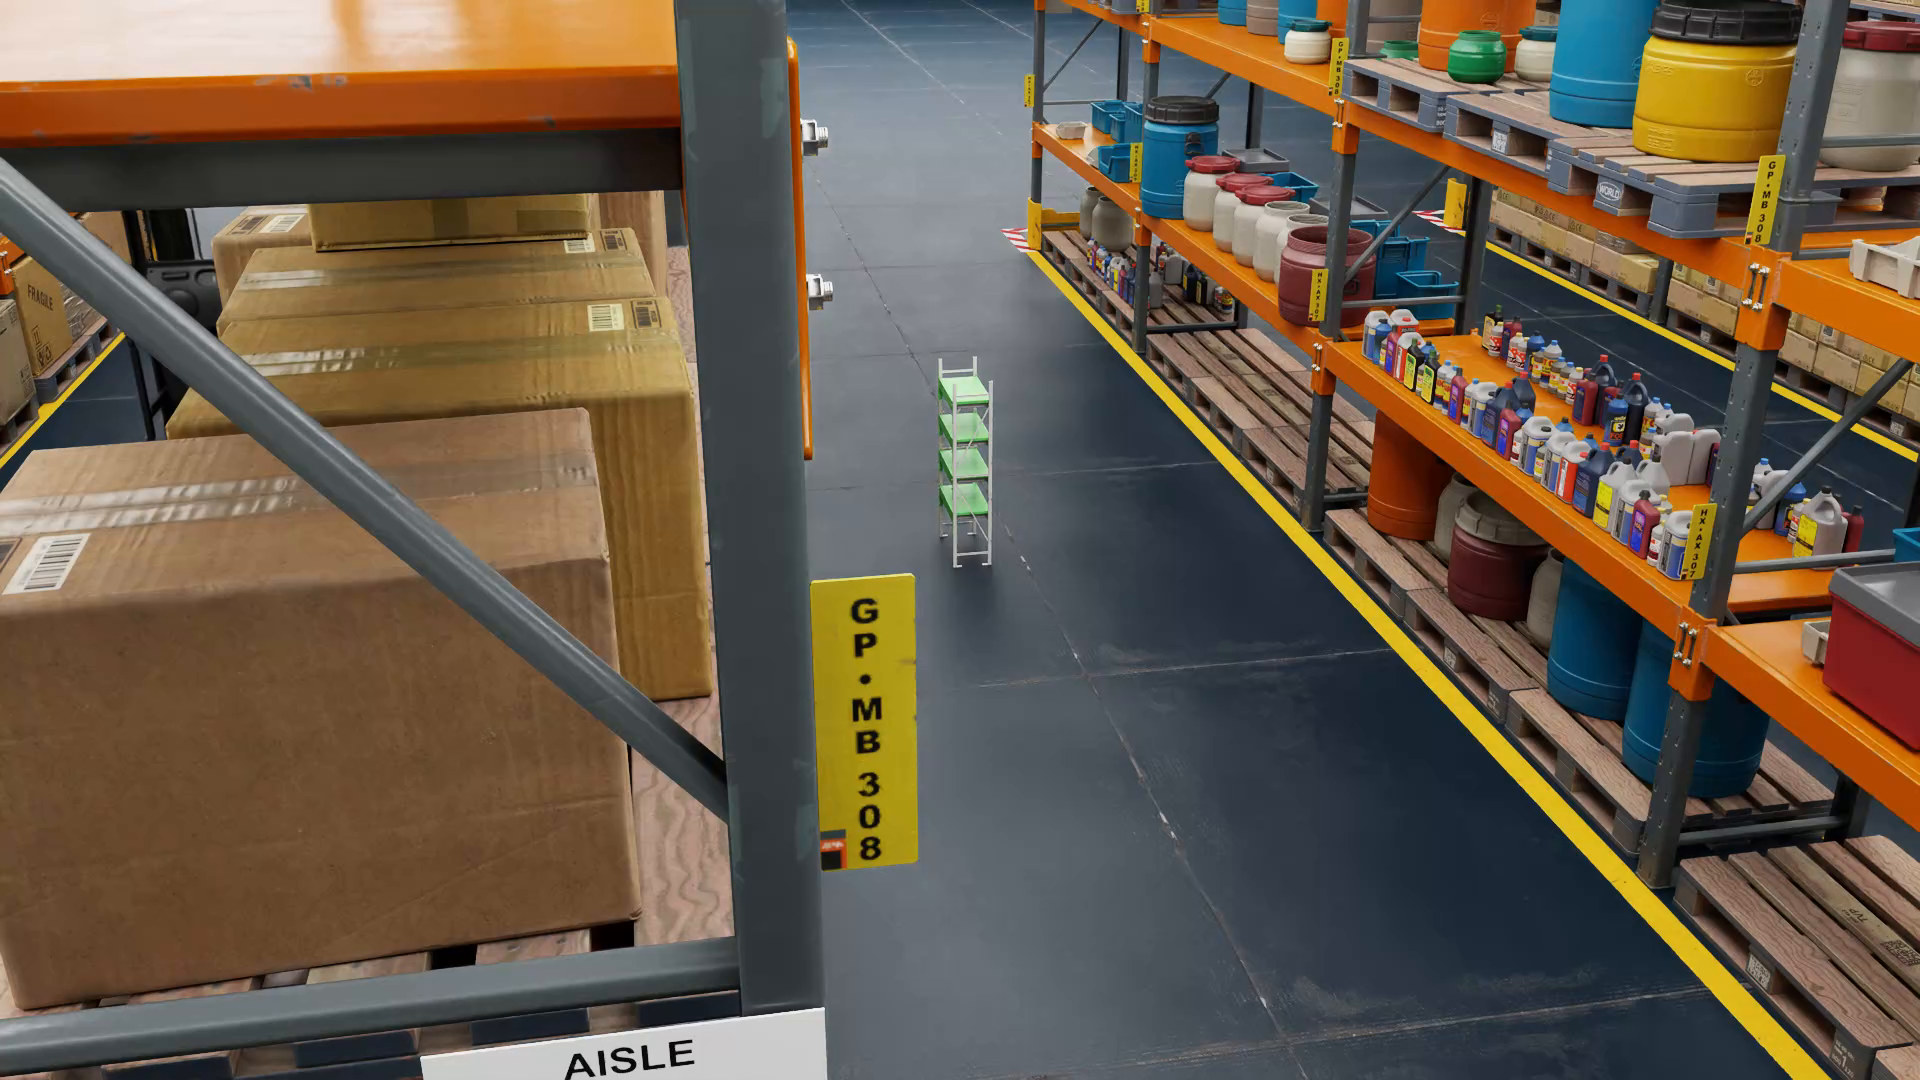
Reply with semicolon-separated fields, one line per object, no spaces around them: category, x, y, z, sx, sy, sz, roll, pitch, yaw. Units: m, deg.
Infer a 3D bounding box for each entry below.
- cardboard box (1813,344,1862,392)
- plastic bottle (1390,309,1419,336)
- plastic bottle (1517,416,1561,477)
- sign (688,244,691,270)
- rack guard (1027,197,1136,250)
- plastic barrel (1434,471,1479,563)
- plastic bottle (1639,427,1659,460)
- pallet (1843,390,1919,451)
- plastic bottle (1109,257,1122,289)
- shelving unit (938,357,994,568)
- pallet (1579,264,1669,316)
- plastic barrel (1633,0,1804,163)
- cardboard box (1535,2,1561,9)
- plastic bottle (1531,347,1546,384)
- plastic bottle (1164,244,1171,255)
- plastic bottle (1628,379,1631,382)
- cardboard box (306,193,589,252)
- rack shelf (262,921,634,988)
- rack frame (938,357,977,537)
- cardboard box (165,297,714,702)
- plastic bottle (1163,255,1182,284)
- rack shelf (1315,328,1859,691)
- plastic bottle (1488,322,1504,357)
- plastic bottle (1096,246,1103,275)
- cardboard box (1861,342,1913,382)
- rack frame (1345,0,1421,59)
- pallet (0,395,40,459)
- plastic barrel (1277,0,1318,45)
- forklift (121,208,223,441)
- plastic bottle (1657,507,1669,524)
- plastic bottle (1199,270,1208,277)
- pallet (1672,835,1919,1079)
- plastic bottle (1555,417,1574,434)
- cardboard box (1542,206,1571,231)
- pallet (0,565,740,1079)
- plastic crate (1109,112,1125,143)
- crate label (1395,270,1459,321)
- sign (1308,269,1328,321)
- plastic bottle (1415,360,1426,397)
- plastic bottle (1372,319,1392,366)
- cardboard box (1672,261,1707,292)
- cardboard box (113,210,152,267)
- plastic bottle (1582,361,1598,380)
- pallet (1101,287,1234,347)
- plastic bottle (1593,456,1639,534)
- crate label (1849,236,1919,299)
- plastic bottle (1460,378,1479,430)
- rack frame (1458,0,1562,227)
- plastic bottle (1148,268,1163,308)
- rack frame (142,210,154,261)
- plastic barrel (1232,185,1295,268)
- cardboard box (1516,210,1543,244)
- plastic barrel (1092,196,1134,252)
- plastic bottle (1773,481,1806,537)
cardboard box;7.092;-1.365;13.038;0.500;0.250;0.500;-4;24;-9
plastic bottle;2.661;-1.238;9.992;0.152;0.276;0.135;-4;24;-10
plastic bottle;2.870;-0.465;8.222;0.152;0.276;0.135;-4;24;-10
sign;-1.574;-1.684;9.412;0.100;0.325;0.005;-4;24;-10
rack guard;1.330;-3.453;18.031;1.175;0.500;0.348;-4;24;-10
plastic barrel;3.049;-0.124;9.869;0.421;0.512;0.421;0;24;0
plastic bottle;3.444;-0.463;8.310;0.097;0.201;0.097;0;24;0
pallet;7.504;-0.892;12.529;1.003;0.211;1.213;-4;24;-10
plastic bottle;1.486;-2.504;15.588;0.152;0.276;0.135;-4;24;-9
shelving unit;0.031;-0.485;10.361;0.258;1.200;0.503;-4;24;-10
pallet;6.772;-2.455;16.106;1.003;0.211;1.213;-4;24;-10
plastic barrel;3.121;-1.902;6.849;0.600;0.588;0.600;0;24;0
cardboard box;6.222;-5.425;17.677;0.700;0.500;0.500;-4;24;-10
plastic bottle;3.343;-1.007;9.556;0.097;0.201;0.097;0;24;0
plastic bottle;2.060;-2.787;16.237;0.152;0.276;0.135;-4;24;-9
plastic bottle;3.513;-0.722;8.802;0.061;0.283;0.133;-4;24;-10
cardboard box;-1.003;-0.762;3.289;0.500;0.250;0.500;-5;24;-11
rack shelf;-1.009;0.204;3.687;1.077;0.370;4.000;-4;24;-10
rack frame;-0.015;-0.581;10.581;0.240;1.200;0.015;-4;24;-10
cardboard box;-0.773;-0.054;2.604;0.700;0.500;0.500;-5;24;-12
plastic bottle;2.014;-2.574;15.748;0.152;0.276;0.135;-4;24;-10
rack shelf;3.119;-0.362;8.729;1.077;0.370;4.000;-4;24;-10
plastic bottle;3.247;-1.213;10.027;0.097;0.201;0.097;0;24;0
plastic bottle;1.362;-2.705;16.055;0.097;0.271;0.097;0;24;0
cardboard box;7.176;-1.424;12.473;0.500;0.311;0.500;-5;24;-11
rack frame;2.749;-4.227;9.186;1.000;3.000;0.127;-4;24;-10
pallet;-7.534;-0.782;12.276;1.003;0.211;1.213;-4;24;-10
plastic barrel;2.559;-3.957;11.689;0.600;0.901;0.708;-4;24;-10
forklift;-4.792;-1.593;10.736;1.130;2.935;3.031;-4;24;-9
plastic bottle;3.085;-0.045;7.354;0.097;0.201;0.097;0;24;0
plastic bottle;2.268;-2.387;15.228;0.144;0.351;0.185;-4;24;-8
pallet;3.663;1.660;6.686;1.003;0.211;1.213;-4;24;-10
plastic bottle;2.989;-0.480;8.261;0.097;0.271;0.097;0;24;0
cardboard box;6.294;-3.448;16.871;0.500;0.500;0.500;-4;24;-10
pallet;-0.787;0.410;2.426;1.003;0.211;1.213;-4;24;-10
plastic crate;1.771;-4.126;16.635;0.499;0.251;0.408;-4;24;-10
crate label;3.040;-1.595;10.863;0.303;0.233;0.416;-4;24;-10
sign;2.210;-1.509;10.254;0.100;0.325;0.005;-4;24;-10
plastic bottle;2.616;-0.911;9.336;0.097;0.201;0.097;0;24;0
plastic bottle;2.506;-1.177;9.859;0.097;0.271;0.097;0;24;0
cardboard box;6.710;-2.425;14.764;0.500;0.311;0.500;-4;24;-10
cardboard box;-8.300;-2.888;15.744;0.875;0.875;0.875;-4;24;-9
plastic bottle;3.455;-0.847;9.088;0.061;0.283;0.133;-4;24;-10
pallet;1.926;-2.041;15.159;1.003;0.211;1.213;-4;24;-10
plastic bottle;2.997;-0.219;7.566;0.144;0.351;0.185;-4;24;-10
crate label;3.295;-0.945;5.747;0.293;0.136;0.466;-4;24;-10
plastic bottle;2.720;-0.723;8.818;0.097;0.271;0.097;0;24;0
rack frame;6.138;-4.990;18.427;1.000;3.000;0.127;-4;24;-10
plastic bottle;1.749;-2.282;14.987;0.144;0.351;0.185;-4;24;-10
rack frame;-8.491;-3.931;16.002;1.000;3.000;0.127;-4;24;-10
plastic barrel;2.187;-2.262;12.012;0.433;0.535;0.433;0;24;0
cardboard box;6.207;-3.302;17.473;0.500;0.250;0.500;-4;24;-10
plastic barrel;1.559;-3.227;16.974;0.421;0.512;0.421;0;24;0
plastic bottle;3.758;-0.156;7.521;0.097;0.271;0.097;0;24;0
